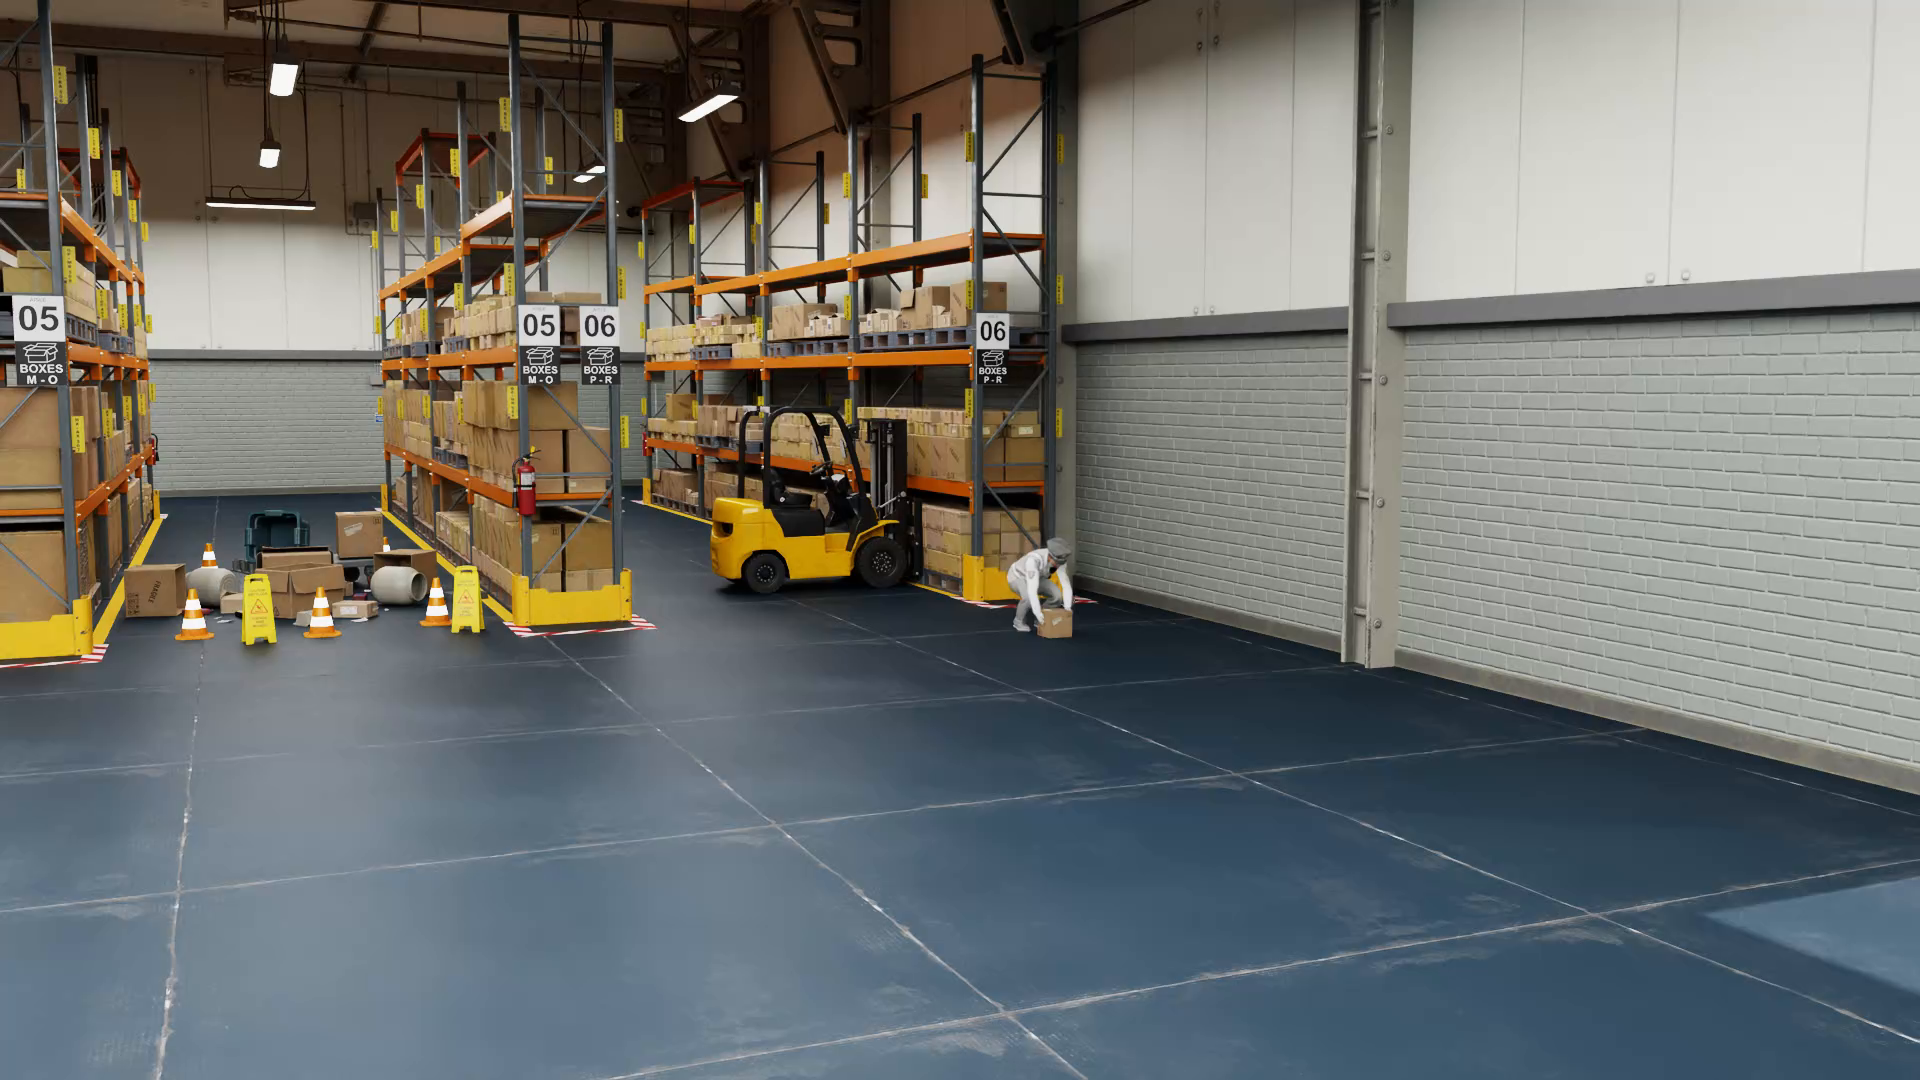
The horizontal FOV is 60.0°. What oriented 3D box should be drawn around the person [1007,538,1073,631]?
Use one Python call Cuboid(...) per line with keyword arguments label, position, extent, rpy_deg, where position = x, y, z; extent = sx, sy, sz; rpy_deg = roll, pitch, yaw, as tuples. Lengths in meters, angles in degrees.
Cuboid(label="person", position=(0.799, 0.431, 16.311), extent=(0.492, 0.946, 0.850), rpy_deg=(-2, 6, -24))
